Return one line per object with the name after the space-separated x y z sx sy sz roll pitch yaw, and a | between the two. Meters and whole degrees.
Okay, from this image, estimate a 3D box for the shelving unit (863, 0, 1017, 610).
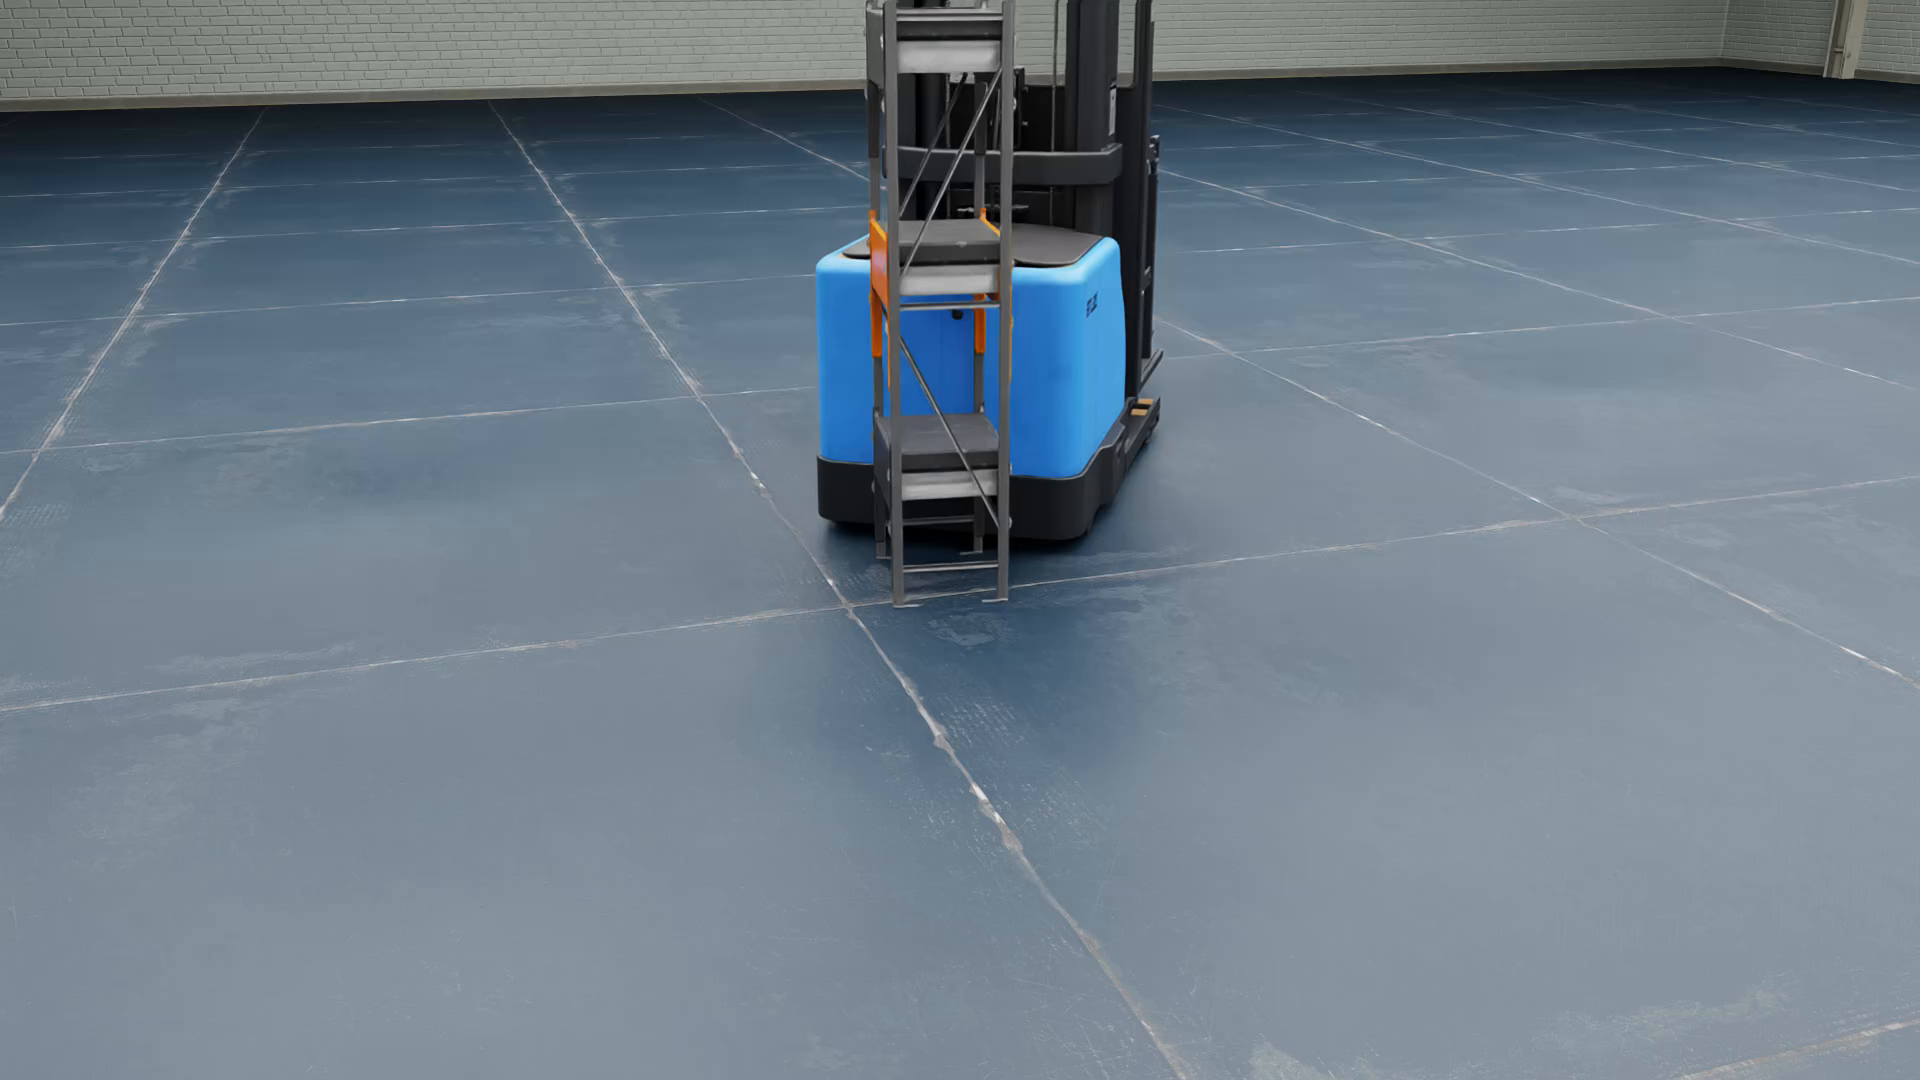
-0.073 -0.841 5.652 0.431 2.100 0.503 -3 20 -9 | shelving unit

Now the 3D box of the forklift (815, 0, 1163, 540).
0.319 -1.842 7.210 1.130 2.935 3.031 5 20 14 | forklift

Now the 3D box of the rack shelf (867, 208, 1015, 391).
-0.073 -0.828 5.657 0.431 0.518 0.480 -3 20 -9 | rack shelf

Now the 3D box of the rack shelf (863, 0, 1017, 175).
-0.073 -1.487 5.420 0.431 0.518 0.480 -3 20 -9 | rack shelf

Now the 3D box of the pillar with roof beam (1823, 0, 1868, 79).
10.928 -11.679 25.620 9.100 9.000 0.400 -6 21 -17 | pillar with roof beam

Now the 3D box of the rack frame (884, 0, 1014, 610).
-0.032 -0.760 5.426 0.400 2.100 0.015 -3 20 -9 | rack frame

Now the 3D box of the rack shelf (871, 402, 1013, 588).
-0.073 -0.170 5.893 0.431 0.518 0.480 -3 20 -9 | rack shelf

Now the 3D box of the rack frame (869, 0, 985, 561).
-0.113 -0.922 5.879 0.400 2.100 0.015 -3 20 -9 | rack frame
